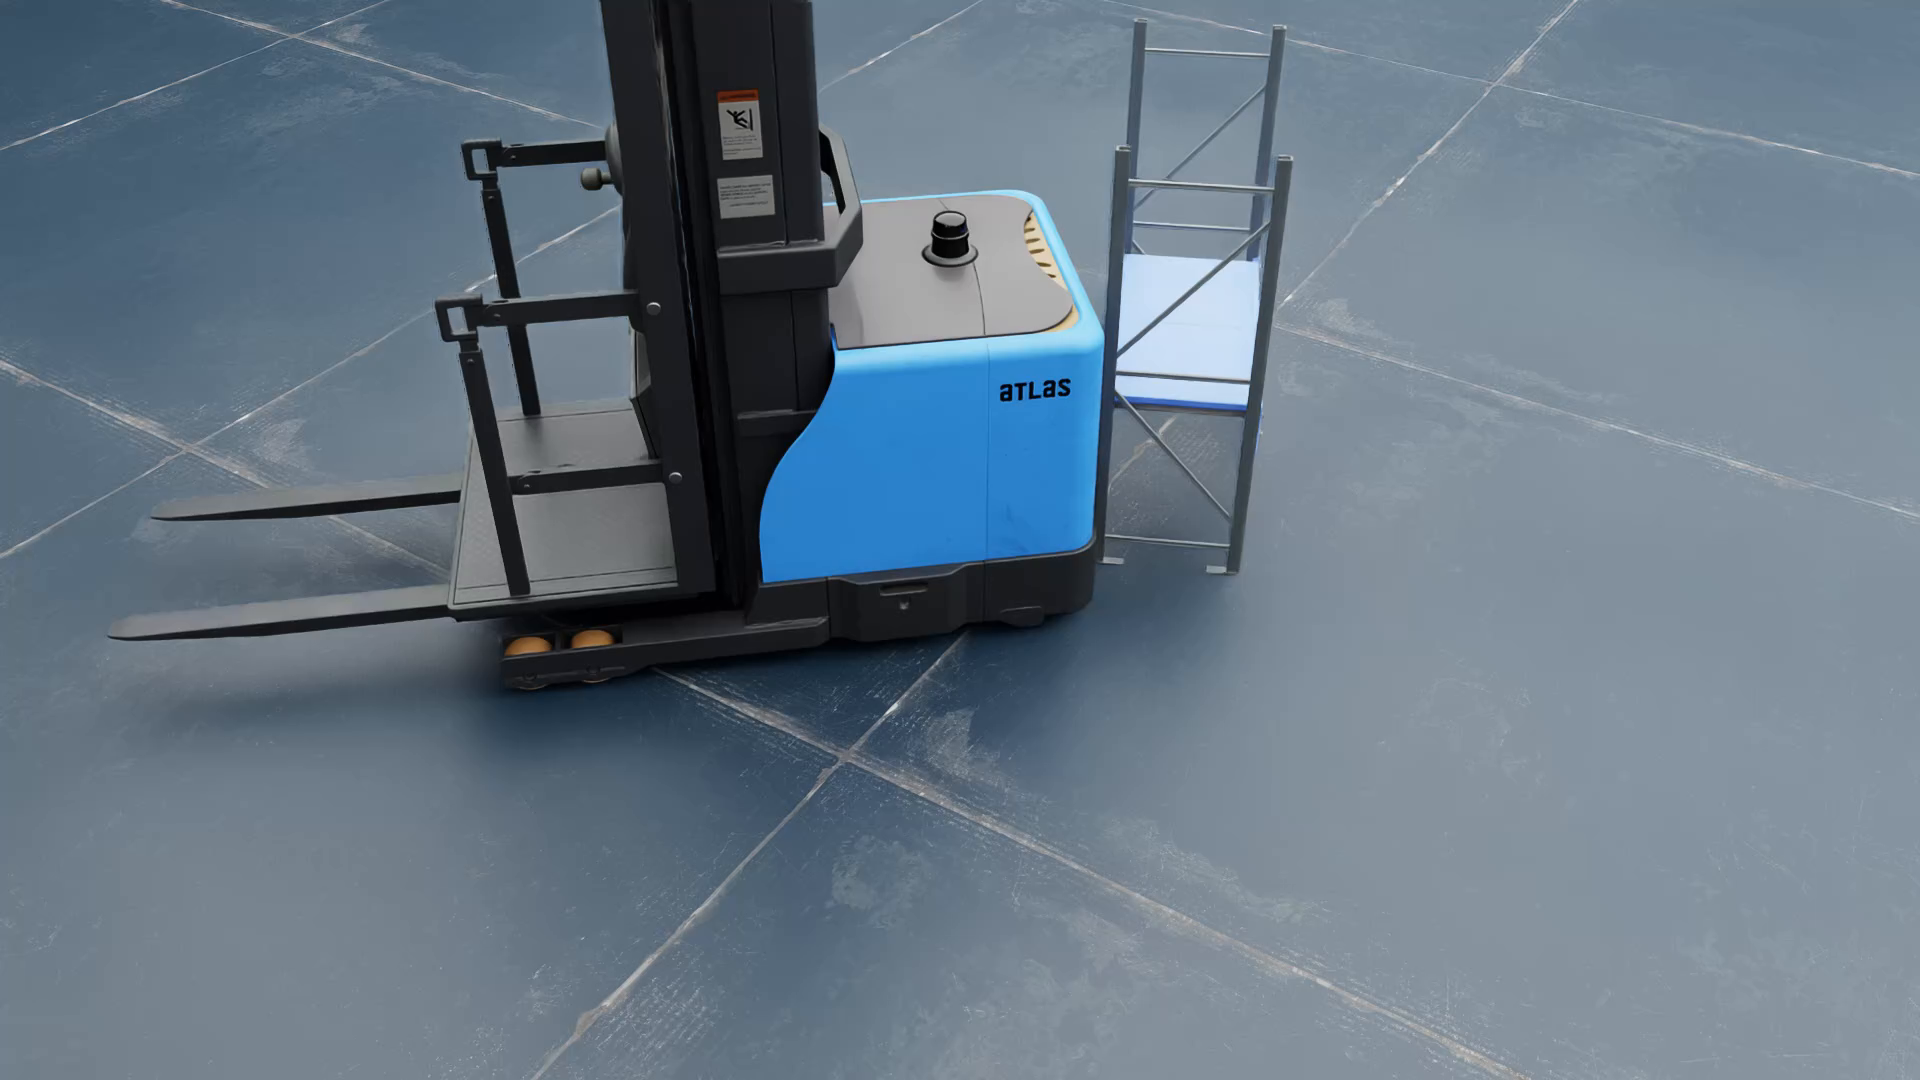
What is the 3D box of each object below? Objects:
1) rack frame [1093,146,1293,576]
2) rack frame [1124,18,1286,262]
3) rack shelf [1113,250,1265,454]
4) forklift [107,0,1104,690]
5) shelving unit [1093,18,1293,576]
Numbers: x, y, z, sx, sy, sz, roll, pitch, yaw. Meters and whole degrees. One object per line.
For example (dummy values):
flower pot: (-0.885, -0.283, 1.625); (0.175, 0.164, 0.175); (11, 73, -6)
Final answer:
rack frame: (0.693, -0.504, 5.175); (0.500, 1.500, 0.032); (5, 38, 6)
rack frame: (0.829, -1.119, 5.973); (0.500, 1.500, 0.032); (5, 38, 6)
rack shelf: (0.761, -0.669, 5.684); (0.538, 0.185, 1.000); (5, 38, 6)
forklift: (-1.132, -1.046, 4.706); (3.031, 2.935, 1.130); (-6, 38, -7)
shelving unit: (0.761, -0.811, 5.574); (0.538, 1.500, 1.048); (5, 38, 6)
